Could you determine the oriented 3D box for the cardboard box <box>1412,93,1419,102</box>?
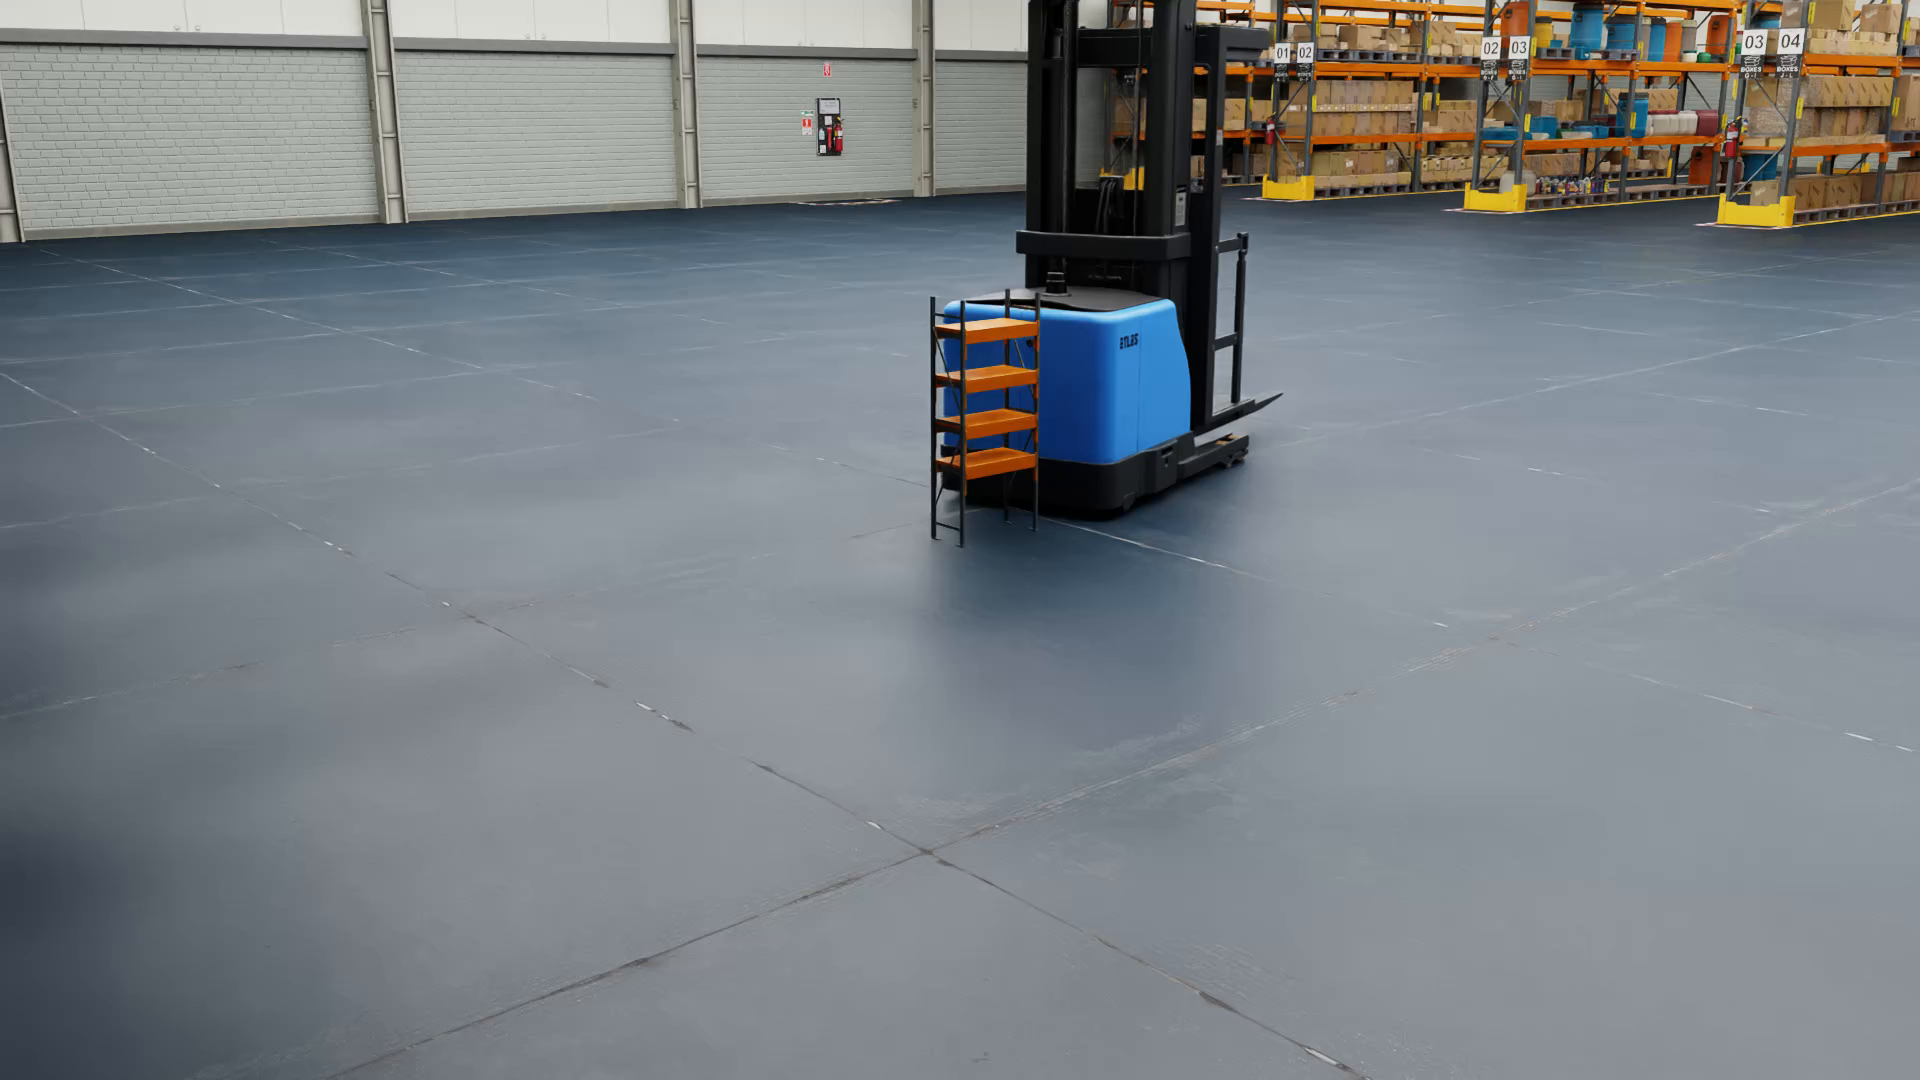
[{"bbox_3d":[12.258,-12.112,45.521,0.500,0.250,0.500,-12,19,-38],"label":"cardboard box"}]

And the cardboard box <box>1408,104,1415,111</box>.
[{"bbox_3d":[9.989,-9.717,37.365,0.250,0.149,0.380,-13,20,-39],"label":"cardboard box"}]

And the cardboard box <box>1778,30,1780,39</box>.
[{"bbox_3d":[13.815,-8.535,28.095,0.250,0.149,0.380,-13,20,-41],"label":"cardboard box"}]

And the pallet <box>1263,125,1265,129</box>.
[{"bbox_3d":[8.350,-10.648,42.674,1.213,0.211,1.003,-13,19,-39],"label":"pallet"}]

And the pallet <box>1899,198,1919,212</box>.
[{"bbox_3d":[18.061,-6.507,32.200,1.213,0.211,1.003,-13,19,-39],"label":"pallet"}]

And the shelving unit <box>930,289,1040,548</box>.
[{"bbox_3d":[0.125,-0.608,8.200,0.503,1.200,0.258,-13,19,-39],"label":"shelving unit"}]

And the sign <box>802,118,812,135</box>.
[{"bbox_3d":[-3.158,-8.532,34.311,0.234,0.329,0.001,-13,19,-39],"label":"sign"}]

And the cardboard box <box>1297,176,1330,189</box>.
[{"bbox_3d":[7.587,-7.687,35.732,0.500,0.250,0.500,-13,19,-39],"label":"cardboard box"}]

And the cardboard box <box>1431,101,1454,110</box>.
[{"bbox_3d":[13.254,-11.996,46.765,0.700,0.700,0.980,-12,19,-39],"label":"cardboard box"}]

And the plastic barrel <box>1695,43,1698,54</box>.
[{"bbox_3d":[15.885,-10.666,36.339,0.421,0.512,0.421,0,15,0],"label":"plastic barrel"}]

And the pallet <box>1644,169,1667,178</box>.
[{"bbox_3d":[18.448,-9.980,45.206,1.213,0.211,1.003,-13,19,-39],"label":"pallet"}]

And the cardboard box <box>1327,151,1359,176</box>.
[{"bbox_3d":[8.332,-8.222,36.280,0.500,0.500,0.500,-13,19,-39],"label":"cardboard box"}]

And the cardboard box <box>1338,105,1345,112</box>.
[{"bbox_3d":[8.052,-9.281,35.733,0.250,0.149,0.380,-13,20,-40],"label":"cardboard box"}]

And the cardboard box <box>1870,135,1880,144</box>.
[{"bbox_3d":[16.390,-7.258,30.098,0.250,0.149,0.380,-13,19,-39],"label":"cardboard box"}]

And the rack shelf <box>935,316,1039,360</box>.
[{"bbox_3d":[0.125,-0.987,8.099,0.480,0.148,0.258,-13,19,-39],"label":"rack shelf"}]

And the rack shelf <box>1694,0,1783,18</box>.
[{"bbox_3d":[17.829,-11.852,37.353,4.000,0.370,1.077,-13,19,-39],"label":"rack shelf"}]

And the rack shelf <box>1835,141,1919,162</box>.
[{"bbox_3d":[18.063,-7.505,31.929,4.000,0.370,1.077,-13,19,-39],"label":"rack shelf"}]

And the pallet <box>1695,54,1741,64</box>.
[{"bbox_3d":[16.962,-10.624,36.765,1.213,0.211,1.003,-13,19,-39],"label":"pallet"}]

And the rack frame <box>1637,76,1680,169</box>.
[{"bbox_3d":[19.107,-11.476,45.400,0.127,3.000,1.000,-13,19,-39],"label":"rack frame"}]

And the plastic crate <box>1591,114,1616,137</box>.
[{"bbox_3d":[13.467,-8.651,34.699,0.583,0.464,0.402,-13,19,-39],"label":"plastic crate"}]

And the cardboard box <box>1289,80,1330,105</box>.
[{"bbox_3d":[7.437,-9.526,35.393,0.500,0.500,0.700,-13,19,-39],"label":"cardboard box"}]

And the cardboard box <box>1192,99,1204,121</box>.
[{"bbox_3d":[5.494,-10.309,39.830,0.500,0.500,0.500,-12,19,-38],"label":"cardboard box"}]

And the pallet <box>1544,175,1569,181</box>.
[{"bbox_3d":[14.579,-9.098,41.902,1.213,0.211,1.003,-13,19,-39],"label":"pallet"}]

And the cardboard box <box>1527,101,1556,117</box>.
[{"bbox_3d":[14.288,-10.618,41.182,0.500,0.500,0.700,-9,17,-29],"label":"cardboard box"}]

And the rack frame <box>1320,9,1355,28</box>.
[{"bbox_3d":[9.817,-13.983,43.160,0.127,3.000,1.000,-13,19,-39],"label":"rack frame"}]

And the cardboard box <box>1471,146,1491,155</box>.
[{"bbox_3d":[15.012,-11.212,48.442,0.500,0.500,0.700,-13,20,-40],"label":"cardboard box"}]

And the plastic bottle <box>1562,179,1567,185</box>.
[{"bbox_3d":[12.391,-7.268,34.083,0.097,0.271,0.097,0,15,0],"label":"plastic bottle"}]

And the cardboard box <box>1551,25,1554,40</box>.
[{"bbox_3d":[14.174,-12.347,40.717,0.500,0.500,0.500,-13,19,-39],"label":"cardboard box"}]

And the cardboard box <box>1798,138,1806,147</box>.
[{"bbox_3d":[14.109,-6.755,28.215,0.250,0.149,0.380,-13,19,-39],"label":"cardboard box"}]

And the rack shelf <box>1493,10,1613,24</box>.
[{"bbox_3d":[14.580,-12.817,40.965,4.000,0.370,1.077,-13,19,-39],"label":"rack shelf"}]

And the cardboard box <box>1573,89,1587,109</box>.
[{"bbox_3d":[16.301,-11.466,43.231,0.500,0.500,0.500,-13,19,-39],"label":"cardboard box"}]

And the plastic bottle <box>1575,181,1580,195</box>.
[{"bbox_3d":[12.344,-7.051,33.268,0.097,0.271,0.097,0,15,0],"label":"plastic bottle"}]

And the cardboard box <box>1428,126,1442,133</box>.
[{"bbox_3d":[10.857,-9.432,38.235,0.250,0.149,0.380,-13,19,-39],"label":"cardboard box"}]

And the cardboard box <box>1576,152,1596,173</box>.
[{"bbox_3d":[15.905,-9.664,42.607,0.500,0.500,0.500,-13,20,-40],"label":"cardboard box"}]

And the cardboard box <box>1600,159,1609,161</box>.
[{"bbox_3d":[16.898,-9.991,44.197,0.500,0.311,0.500,-13,19,-39],"label":"cardboard box"}]

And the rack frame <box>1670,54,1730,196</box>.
[{"bbox_3d":[16.320,-9.156,36.714,0.127,3.000,1.000,-13,19,-39],"label":"rack frame"}]

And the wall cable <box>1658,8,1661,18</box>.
[{"bbox_3d":[22.129,-16.640,49.338,0.112,2.526,3.097,-13,19,-39],"label":"wall cable"}]

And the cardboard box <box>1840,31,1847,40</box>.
[{"bbox_3d":[14.900,-8.621,28.418,0.250,0.149,0.380,-14,20,-42],"label":"cardboard box"}]

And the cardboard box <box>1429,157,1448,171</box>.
[{"bbox_3d":[10.910,-8.694,38.412,0.500,0.311,0.500,-13,20,-40],"label":"cardboard box"}]

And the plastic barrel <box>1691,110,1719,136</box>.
[{"bbox_3d":[16.169,-9.084,36.181,0.708,0.536,0.600,-13,19,-39],"label":"plastic barrel"}]

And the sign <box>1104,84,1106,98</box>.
[{"bbox_3d":[3.433,-10.553,39.088,0.005,0.325,0.100,-13,19,-39],"label":"sign"}]

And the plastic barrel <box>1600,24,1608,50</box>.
[{"bbox_3d":[12.849,-10.149,33.592,0.421,0.512,0.421,0,15,0],"label":"plastic barrel"}]

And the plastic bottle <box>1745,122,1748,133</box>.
[{"bbox_3d":[17.662,-9.275,37.409,0.097,0.271,0.097,0,15,0],"label":"plastic bottle"}]

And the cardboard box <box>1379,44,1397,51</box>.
[{"bbox_3d":[9.323,-10.784,36.399,0.250,0.149,0.380,-13,19,-39],"label":"cardboard box"}]

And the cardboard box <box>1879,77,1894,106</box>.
[{"bbox_3d":[16.395,-8.059,29.901,0.500,0.500,0.500,-13,19,-39],"label":"cardboard box"}]

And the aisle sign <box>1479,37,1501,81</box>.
[{"bbox_3d":[10.036,-9.102,31.476,0.004,0.787,0.394,-13,19,-39],"label":"aisle sign"}]

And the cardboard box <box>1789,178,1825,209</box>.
[{"bbox_3d":[14.932,-6.144,29.470,0.500,0.500,0.500,-10,18,-34],"label":"cardboard box"}]

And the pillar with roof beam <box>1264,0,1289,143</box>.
[{"bbox_3d":[11.094,-13.093,39.829,0.400,9.000,9.100,-13,19,-39],"label":"pillar with roof beam"}]

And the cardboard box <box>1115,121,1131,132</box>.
[{"bbox_3d":[4.007,-9.783,39.316,0.500,0.250,0.500,-12,19,-39],"label":"cardboard box"}]

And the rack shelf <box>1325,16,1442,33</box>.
[{"bbox_3d":[11.326,-13.781,44.573,4.000,0.370,1.077,-13,19,-39],"label":"rack shelf"}]

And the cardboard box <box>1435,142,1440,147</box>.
[{"bbox_3d":[13.821,-11.326,47.612,0.250,0.149,0.380,-13,20,-41],"label":"cardboard box"}]

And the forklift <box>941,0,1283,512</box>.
[{"bbox_3d":[1.084,-1.894,9.662,1.130,2.935,3.031,9,17,30],"label":"forklift"}]

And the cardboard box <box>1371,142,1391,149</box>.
[{"bbox_3d":[11.123,-10.495,45.080,0.750,0.750,0.750,-13,20,-40],"label":"cardboard box"}]

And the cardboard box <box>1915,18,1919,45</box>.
[{"bbox_3d":[17.684,-9.436,30.937,0.637,0.503,0.797,-12,19,-37],"label":"cardboard box"}]
